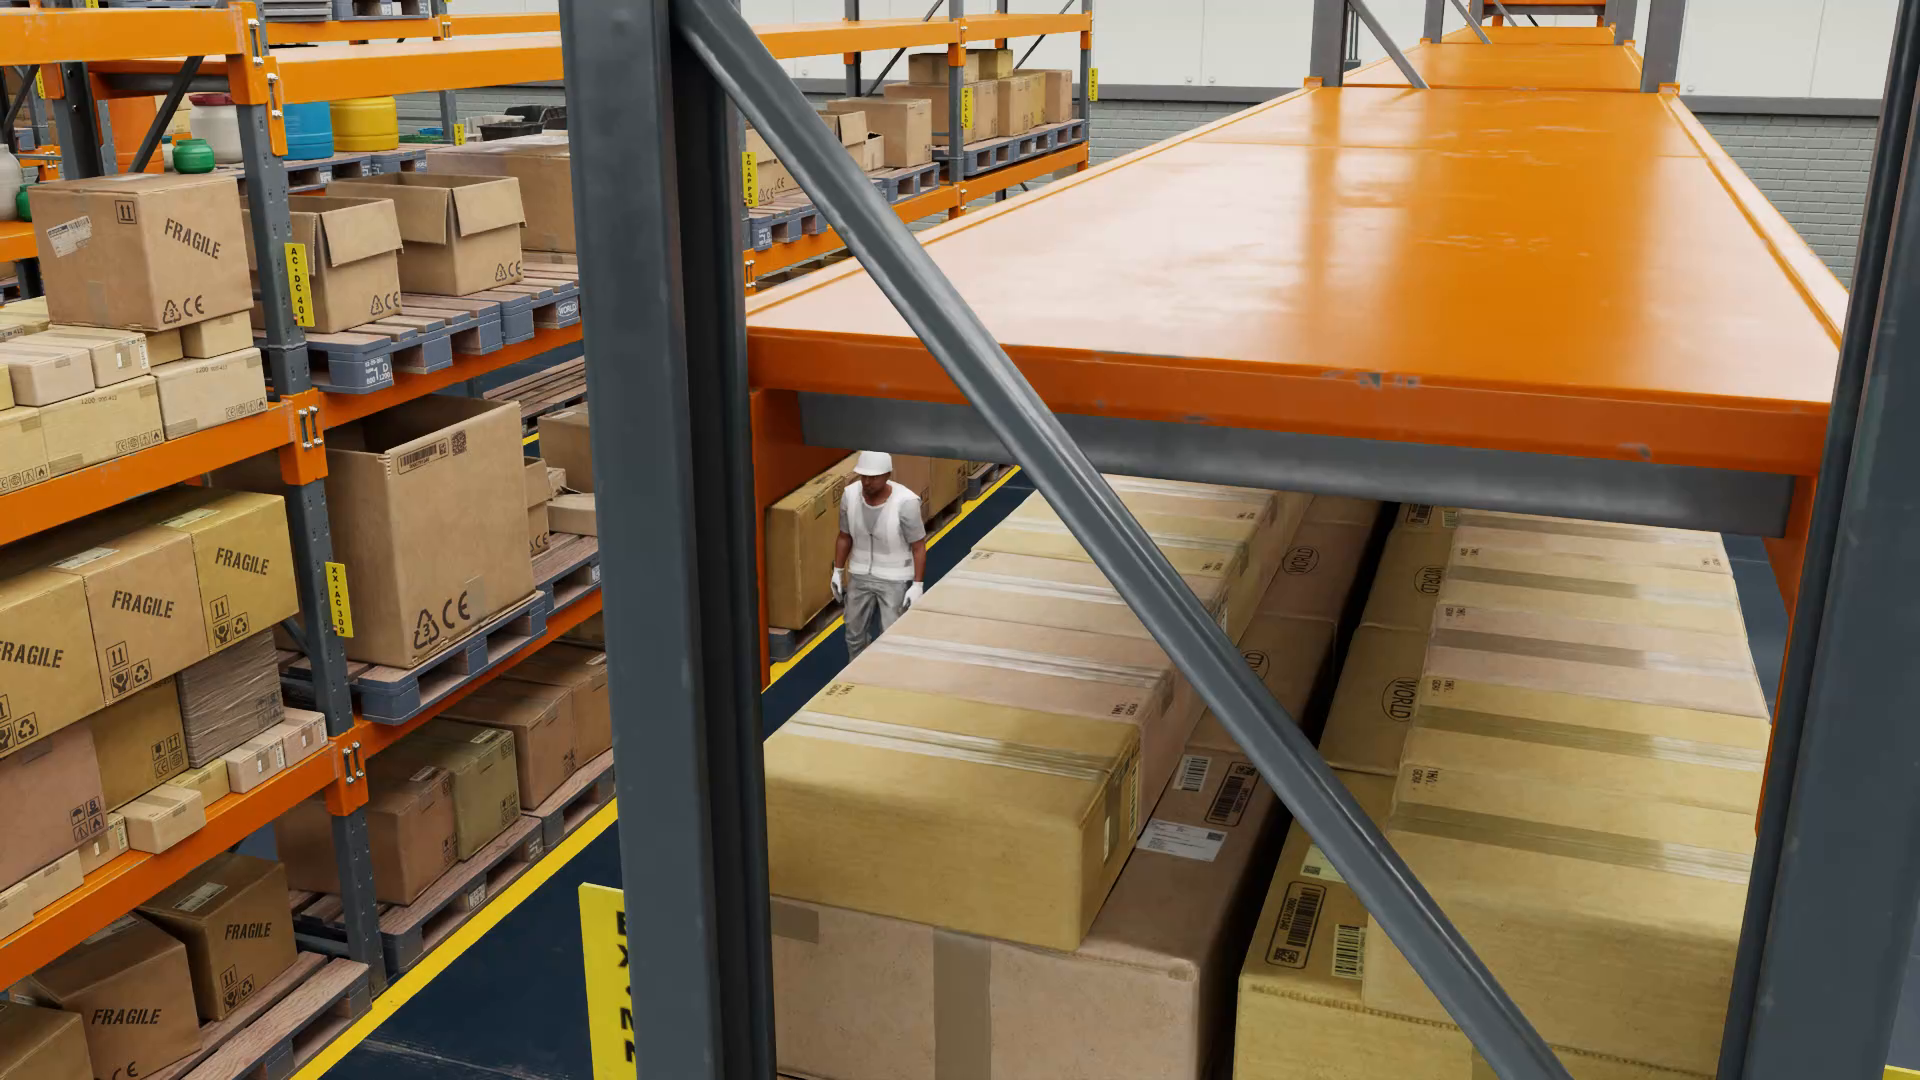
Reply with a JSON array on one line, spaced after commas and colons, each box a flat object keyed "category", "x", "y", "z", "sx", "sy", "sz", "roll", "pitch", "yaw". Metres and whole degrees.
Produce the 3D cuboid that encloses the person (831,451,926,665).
[{"category": "person", "x": -0.507, "y": 0.260, "z": 10.268, "sx": 0.625, "sy": 1.772, "sz": 0.452, "roll": 9, "pitch": 20, "yaw": 24}]
